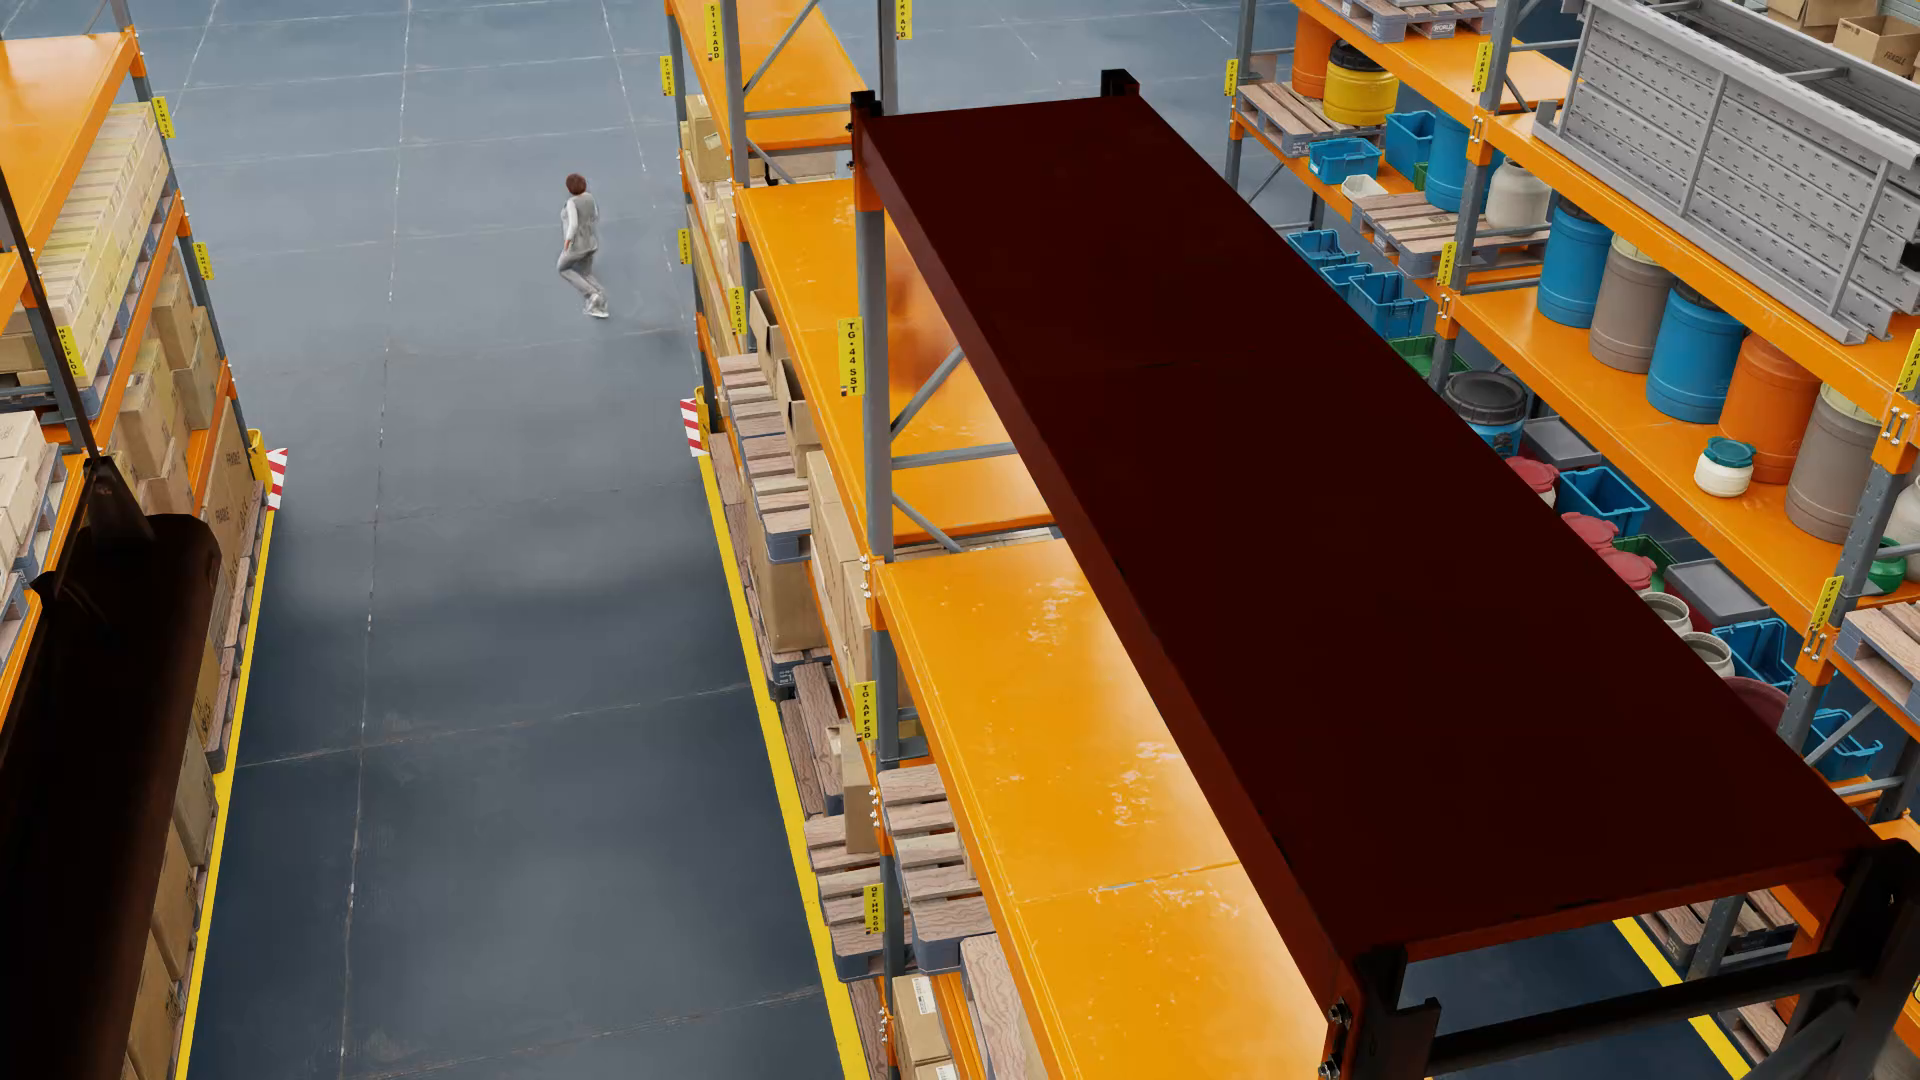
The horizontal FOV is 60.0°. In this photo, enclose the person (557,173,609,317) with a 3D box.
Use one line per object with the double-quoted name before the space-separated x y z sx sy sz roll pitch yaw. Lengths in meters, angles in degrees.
"person" -3.929 -3.033 17.142 0.540 1.558 0.553 18 38 24
